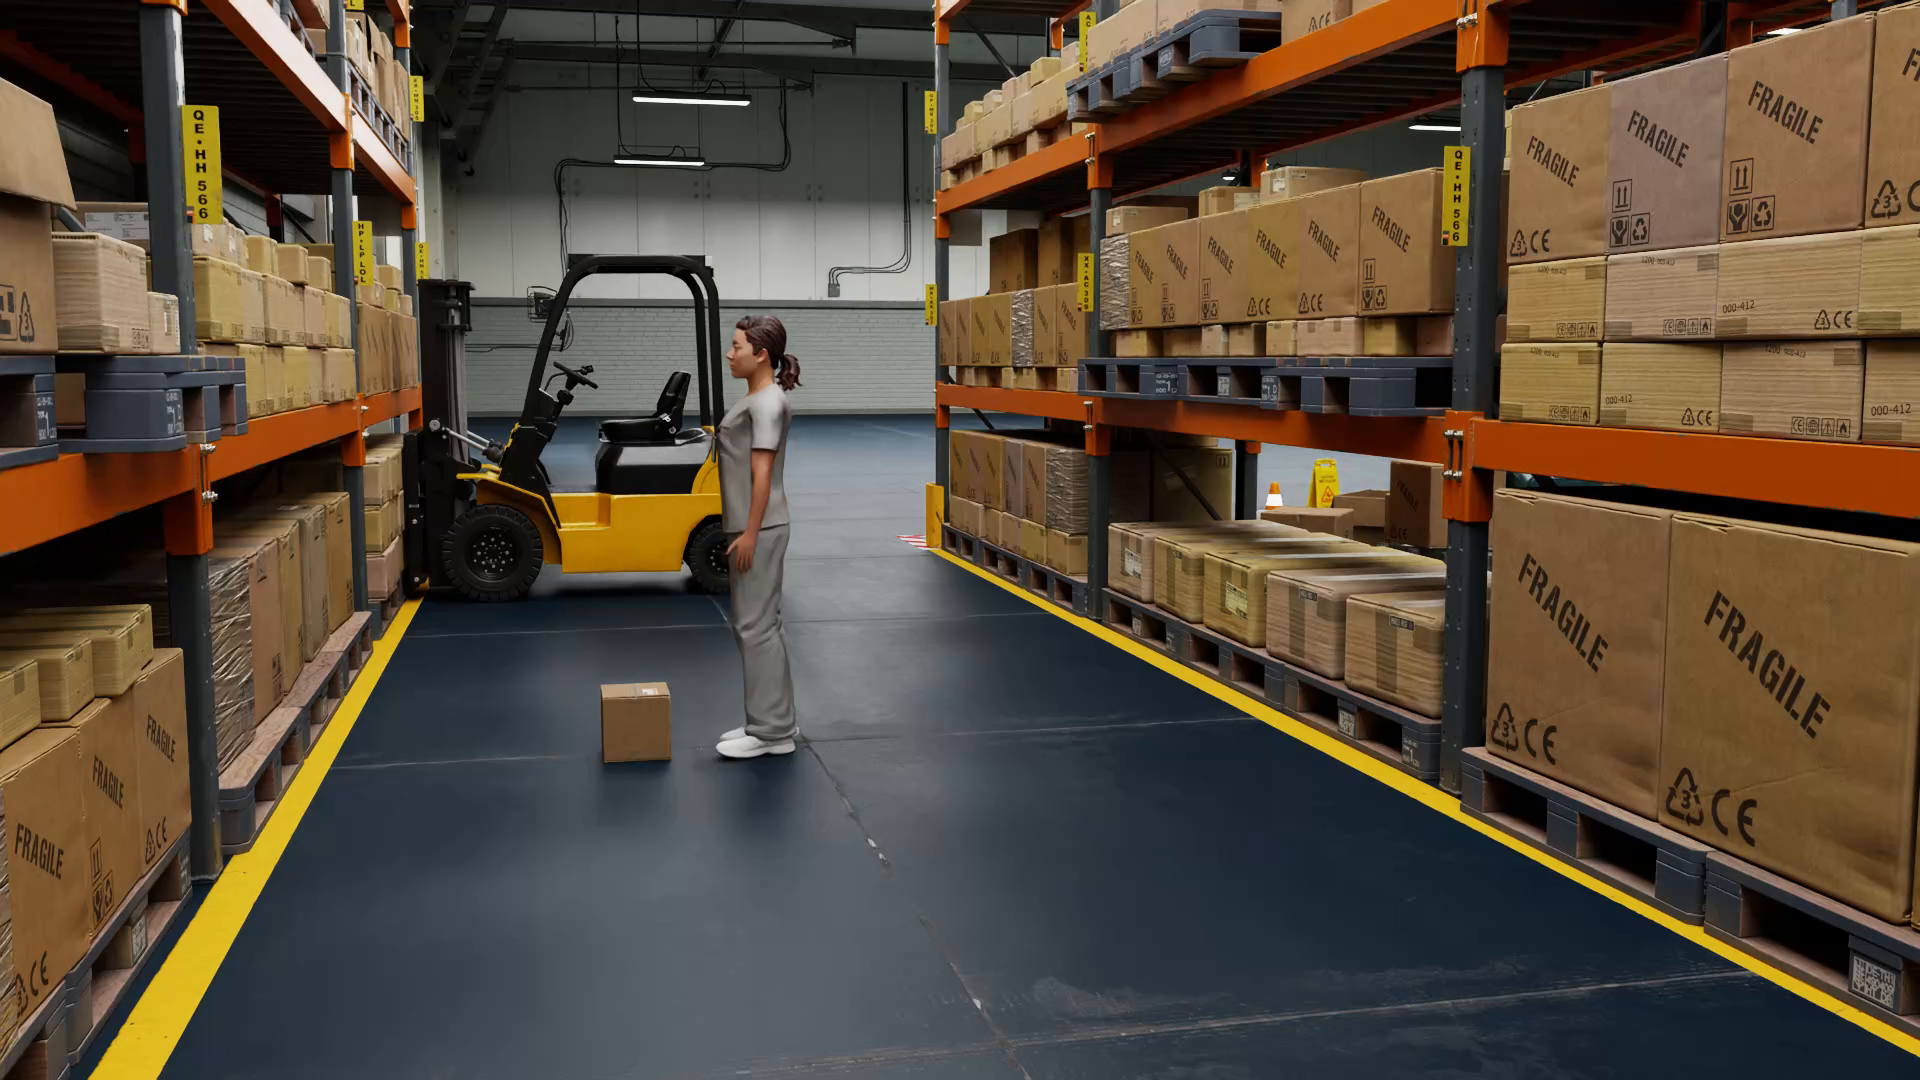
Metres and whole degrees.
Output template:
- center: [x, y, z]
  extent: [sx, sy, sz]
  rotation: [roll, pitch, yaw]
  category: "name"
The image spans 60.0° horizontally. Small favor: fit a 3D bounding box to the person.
- center: [-0.771, -0.008, 6.354]
  extent: [0.362, 1.690, 0.443]
  rotation: [-1, 6, -12]
  category: "person"
